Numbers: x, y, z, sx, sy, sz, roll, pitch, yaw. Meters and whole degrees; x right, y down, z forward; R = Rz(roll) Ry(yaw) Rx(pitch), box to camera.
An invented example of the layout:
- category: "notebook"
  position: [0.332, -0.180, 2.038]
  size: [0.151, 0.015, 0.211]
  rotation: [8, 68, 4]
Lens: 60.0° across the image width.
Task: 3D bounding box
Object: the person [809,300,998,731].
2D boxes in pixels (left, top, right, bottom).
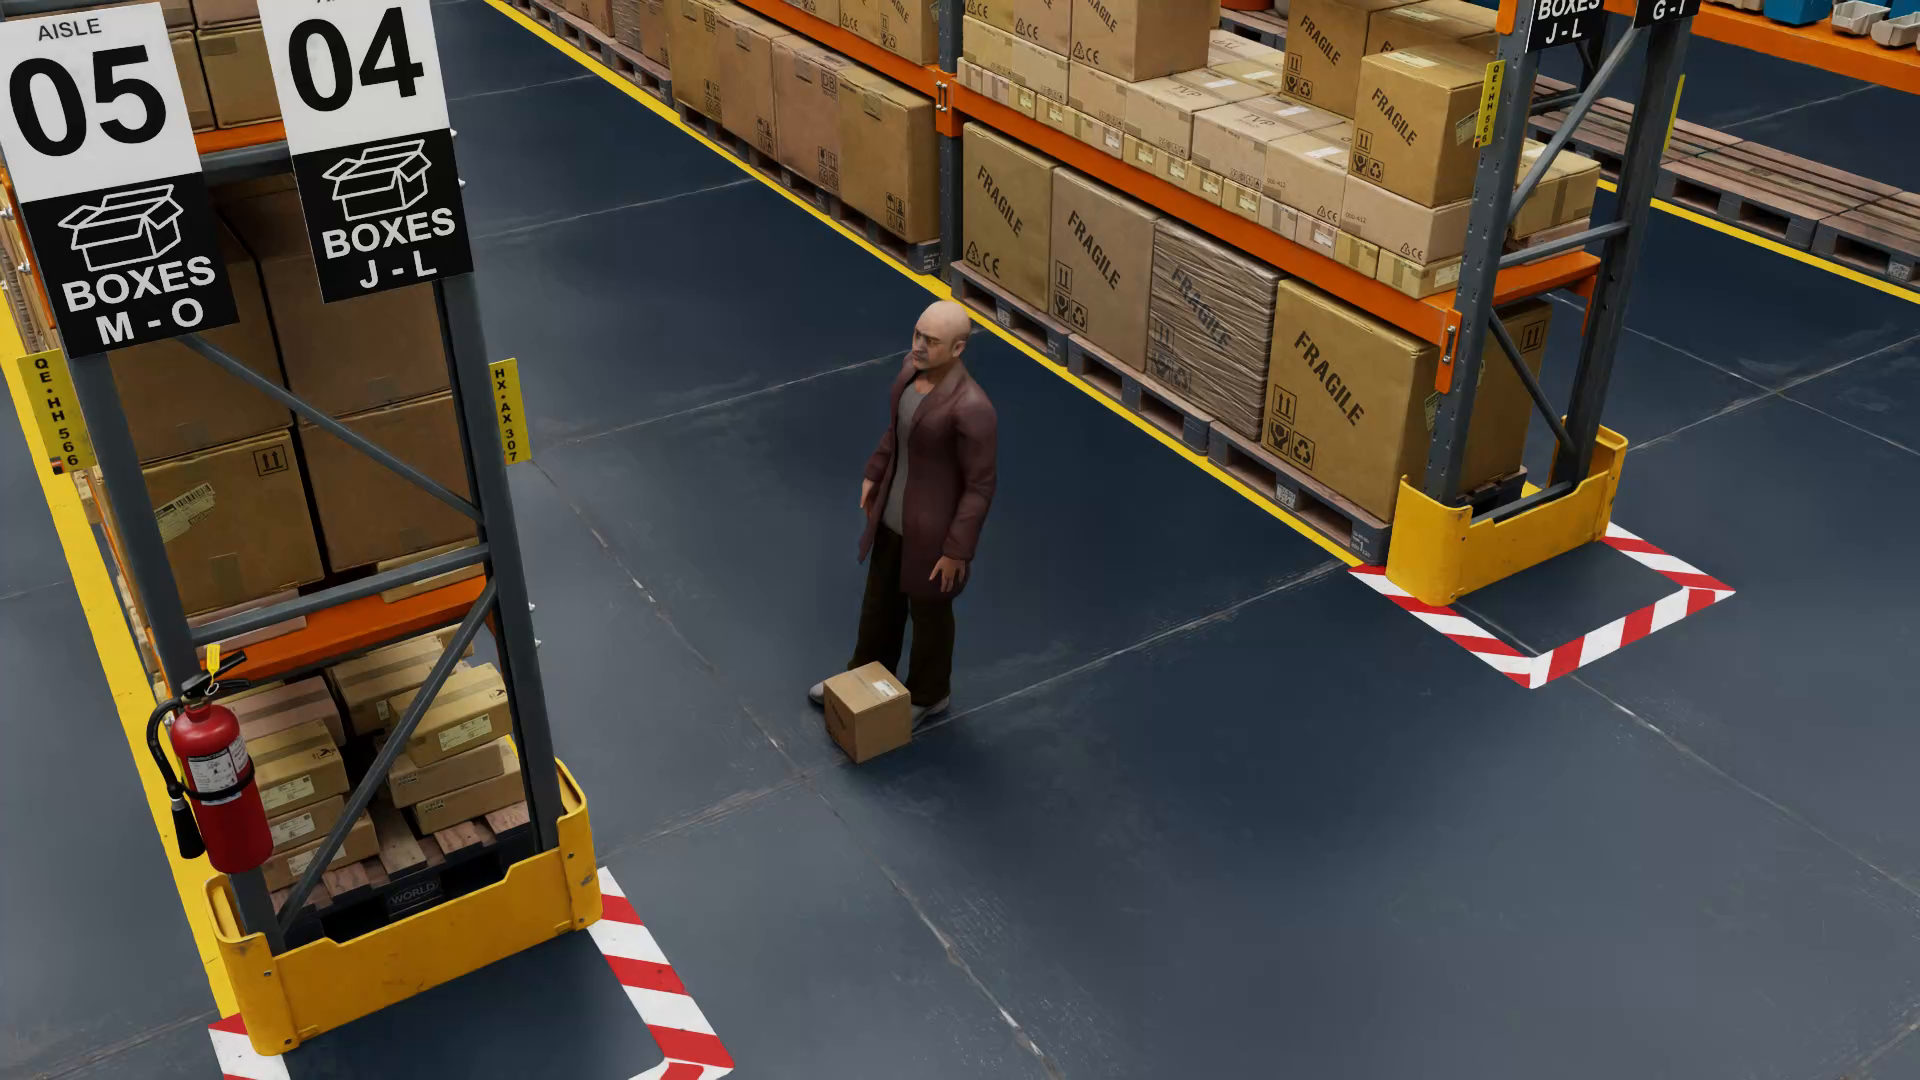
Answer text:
- category: "person"
  position: [-0.215, -0.047, 6.209]
  size: [0.582, 1.776, 0.695]
  rotation: [-19, 37, -27]
